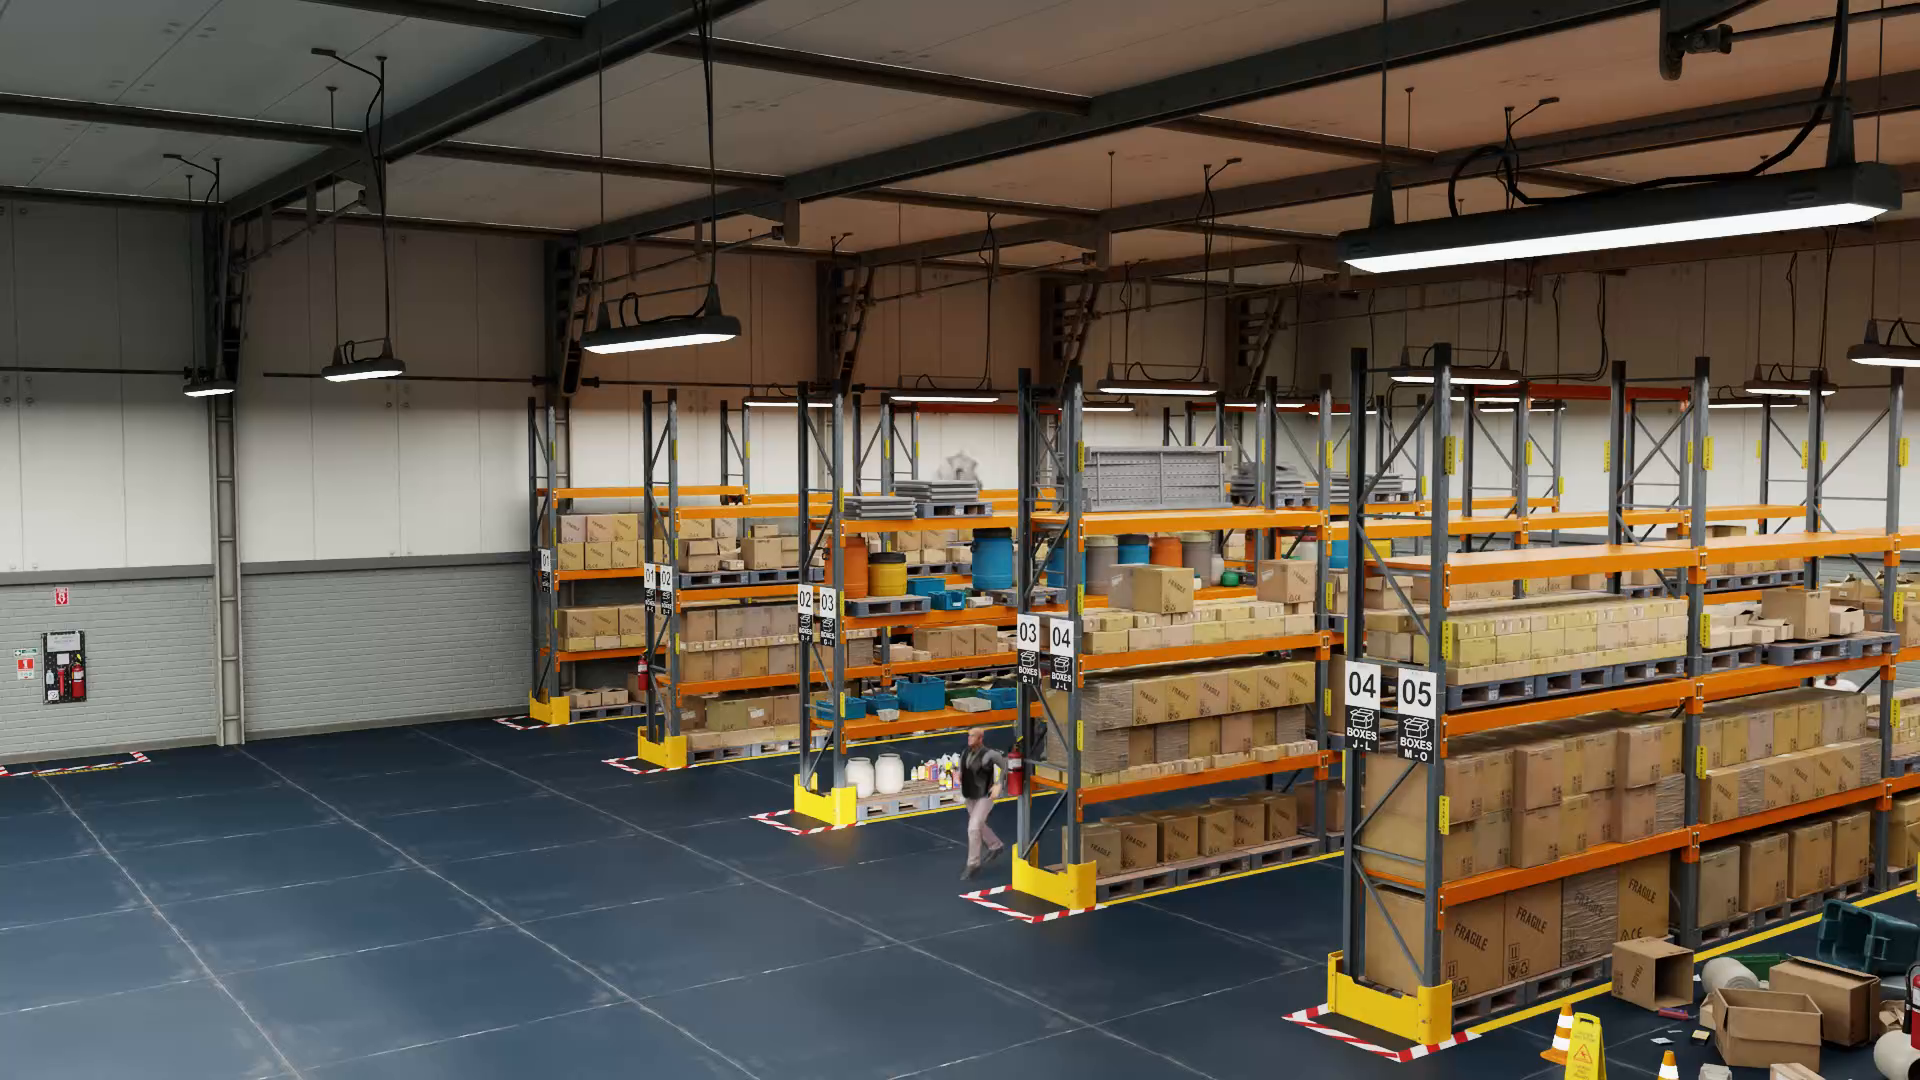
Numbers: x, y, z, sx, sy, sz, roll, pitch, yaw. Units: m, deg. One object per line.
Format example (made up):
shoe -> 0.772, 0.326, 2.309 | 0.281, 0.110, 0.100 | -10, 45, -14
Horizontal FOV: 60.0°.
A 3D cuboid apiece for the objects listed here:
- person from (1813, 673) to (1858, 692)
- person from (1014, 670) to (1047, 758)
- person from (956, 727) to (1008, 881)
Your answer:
person -> 13.446, 2.786, 25.641 | 0.637, 1.822, 0.731 | -3, 4, -39
person -> 1.120, 2.685, 26.749 | 0.860, 1.792, 0.678 | -2, 4, -34
person -> 0.240, 3.120, 19.935 | 0.869, 1.768, 0.689 | -3, 4, -41
